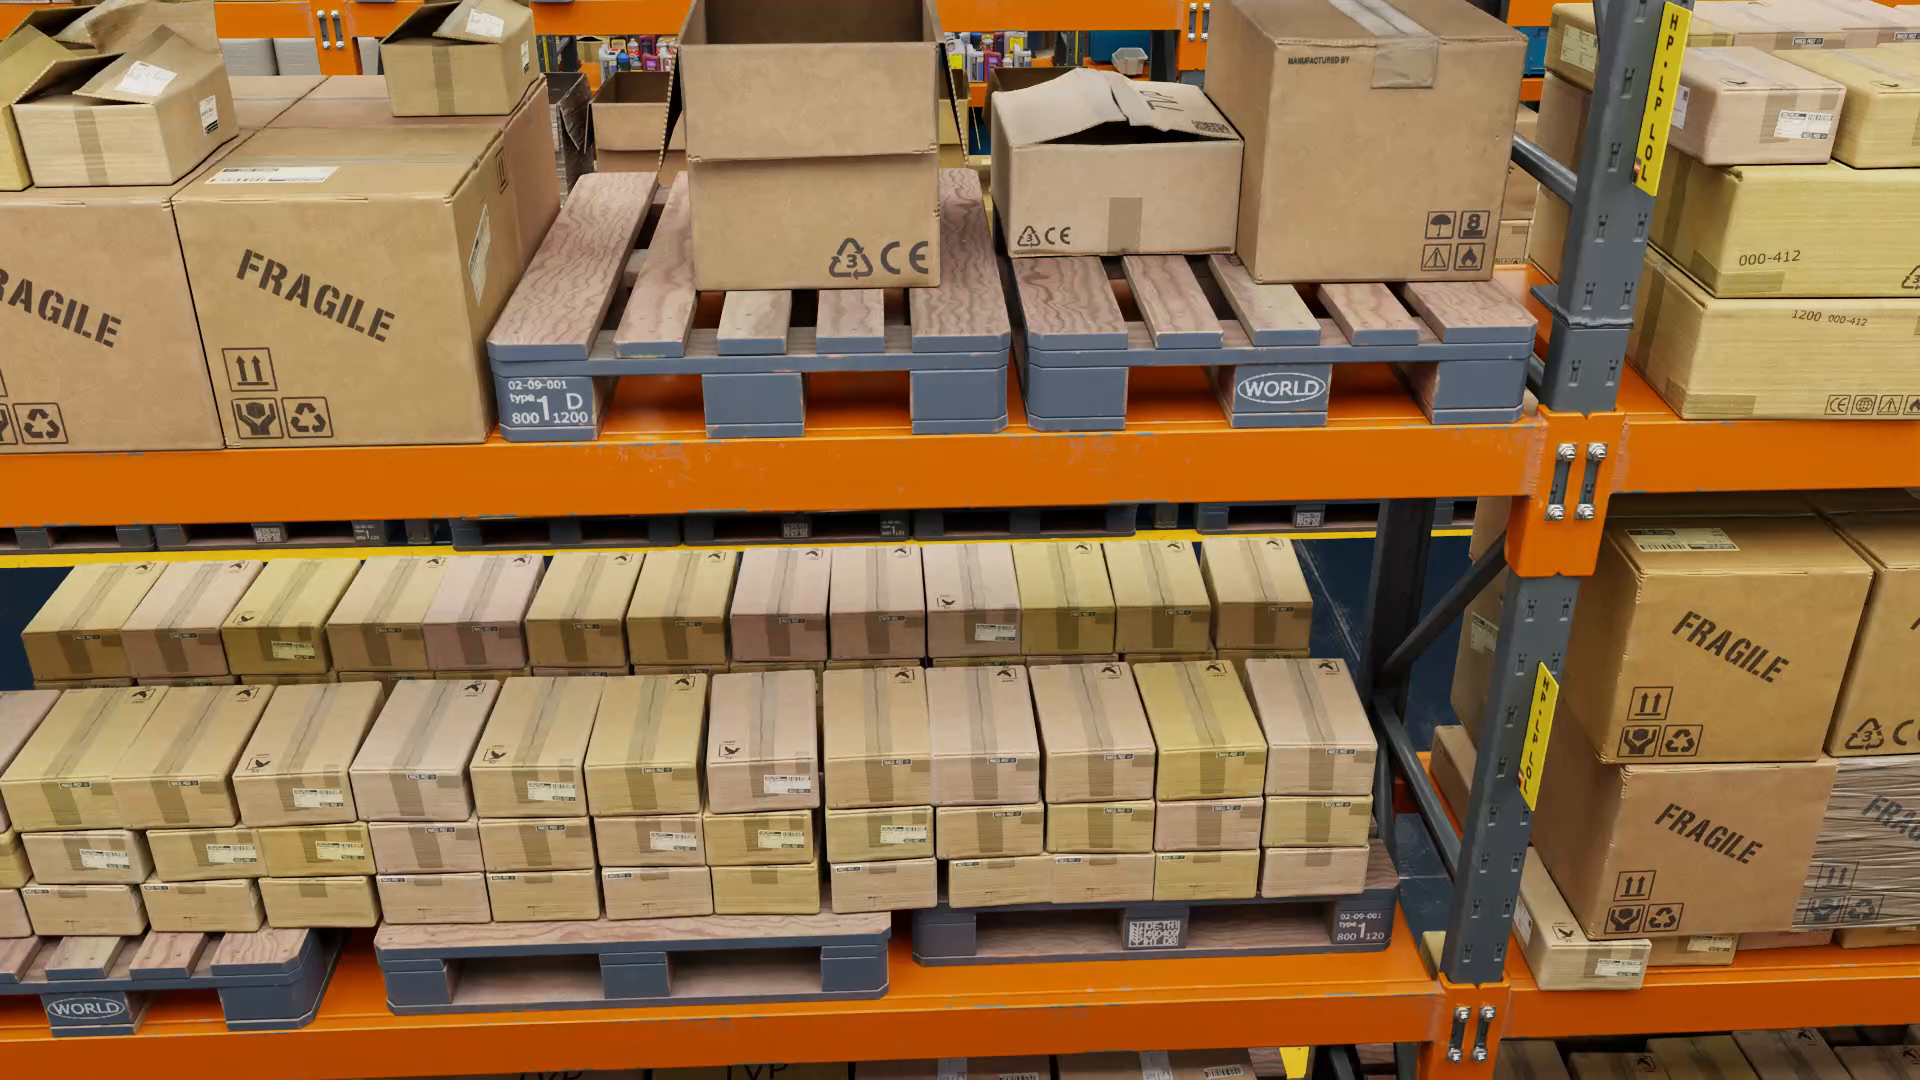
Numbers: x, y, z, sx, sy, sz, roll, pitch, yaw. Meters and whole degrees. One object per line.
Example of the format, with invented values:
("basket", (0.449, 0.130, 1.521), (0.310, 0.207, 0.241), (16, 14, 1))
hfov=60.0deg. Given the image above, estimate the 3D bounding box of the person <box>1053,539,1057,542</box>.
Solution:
("person", (0.330, 0.548, 6.329), (0.416, 1.445, 0.724), (-2, 28, -4))
